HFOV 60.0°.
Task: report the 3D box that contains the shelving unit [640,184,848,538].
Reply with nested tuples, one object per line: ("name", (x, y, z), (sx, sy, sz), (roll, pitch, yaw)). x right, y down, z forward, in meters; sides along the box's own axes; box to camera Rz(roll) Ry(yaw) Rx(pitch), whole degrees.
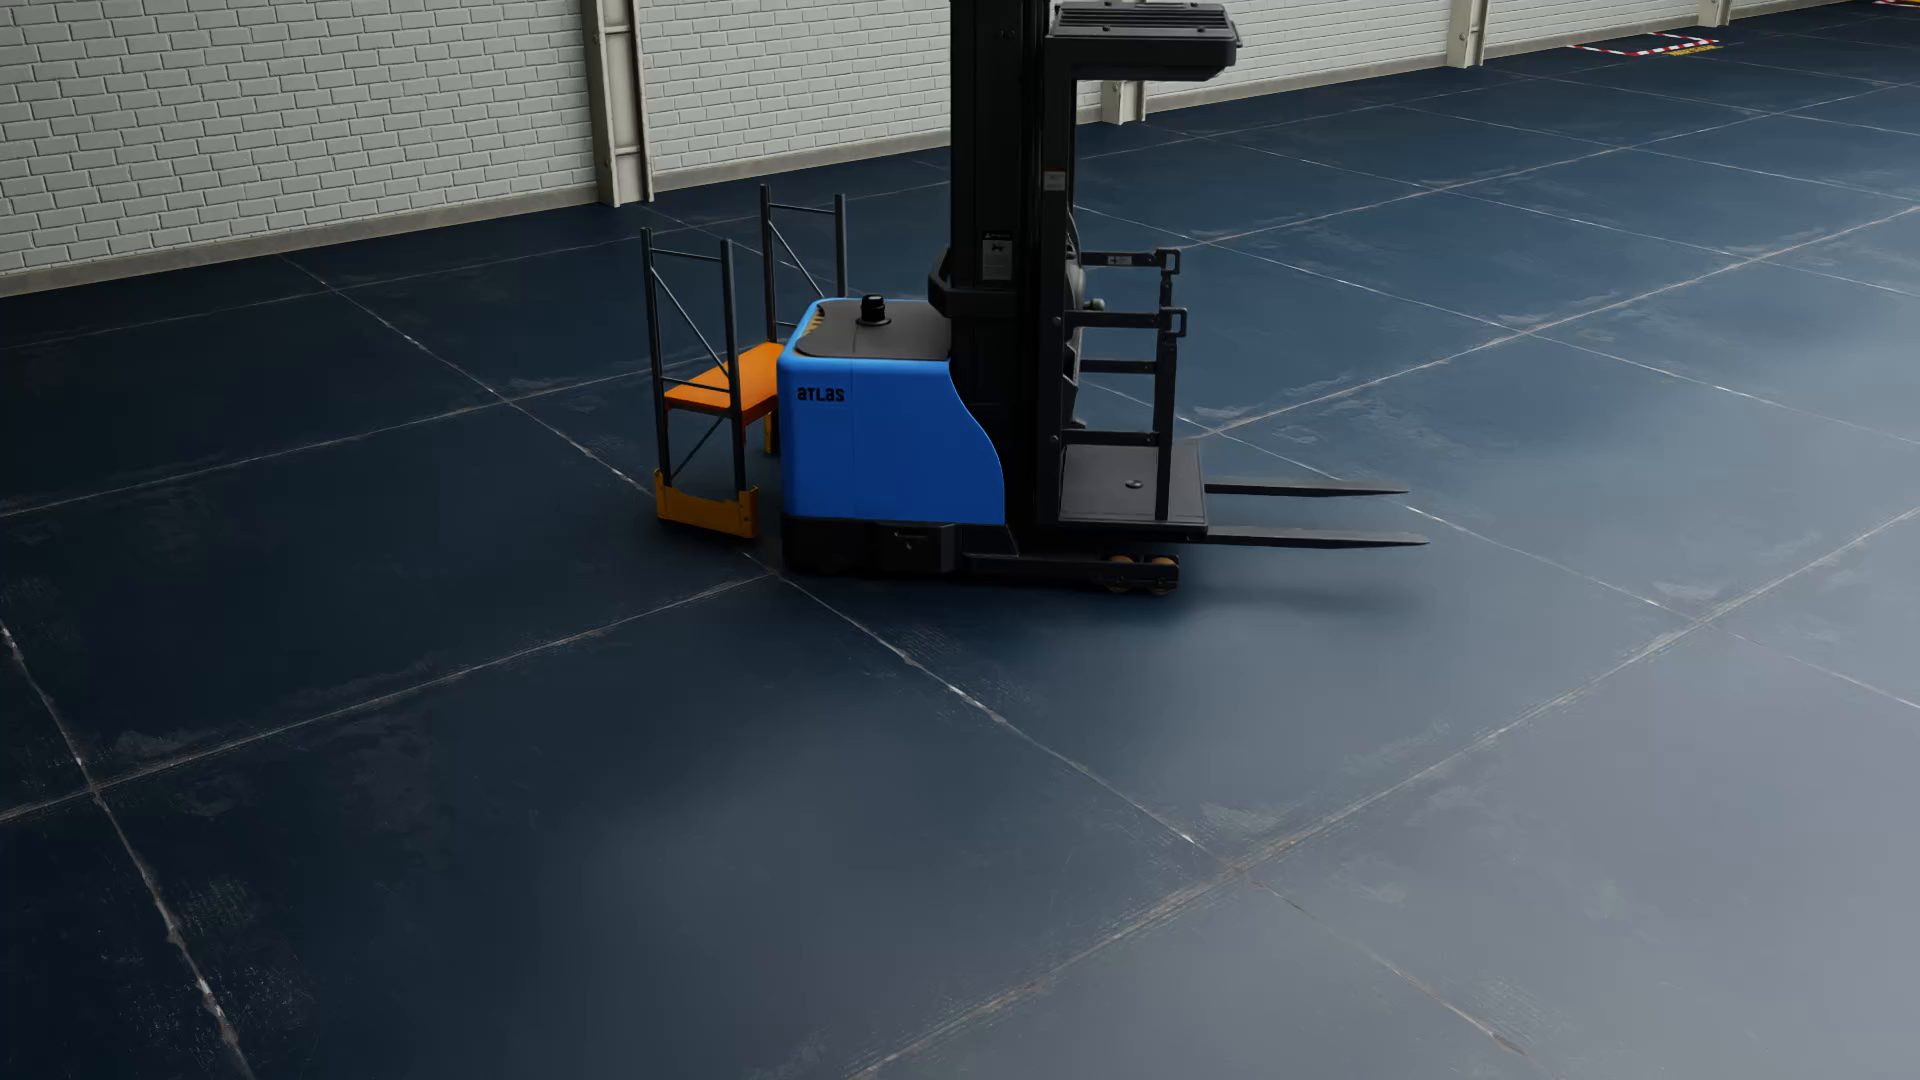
("shelving unit", (-1.046, -0.944, 8.502), (0.587, 1.500, 1.083), (12, 28, 25))

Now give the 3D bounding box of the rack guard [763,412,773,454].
("rack guard", (-0.818, -0.563, 9.166), (0.587, 0.250, 0.087), (12, 28, 25))

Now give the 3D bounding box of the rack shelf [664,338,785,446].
("rack shelf", (-1.050, -0.777, 8.570), (0.538, 0.185, 1.000), (12, 28, 25))

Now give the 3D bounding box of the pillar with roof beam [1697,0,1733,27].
("pillar with roof beam", (13.867, -10.335, 19.829), (0.400, 9.000, 9.100), (-18, 31, -34))

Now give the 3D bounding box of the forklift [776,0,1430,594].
("forklift", (0.701, -1.314, 7.600), (3.031, 2.935, 1.130), (2, 25, 5))

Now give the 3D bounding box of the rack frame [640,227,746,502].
("rack frame", (-1.284, -0.750, 8.084), (0.500, 1.500, 0.032), (12, 28, 25))

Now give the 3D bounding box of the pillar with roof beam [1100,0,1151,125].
("pillar with roof beam", (4.424, -7.218, 13.113), (0.400, 9.000, 9.100), (-18, 31, -34))

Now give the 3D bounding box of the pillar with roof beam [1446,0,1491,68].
("pillar with roof beam", (9.145, -8.776, 16.471), (0.400, 9.000, 9.100), (-18, 31, -34))

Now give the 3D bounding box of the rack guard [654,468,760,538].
("rack guard", (-1.275, -0.190, 8.363), (0.587, 0.250, 0.087), (12, 28, 25))

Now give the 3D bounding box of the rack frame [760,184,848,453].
("rack frame", (-0.817, -1.130, 8.904), (0.500, 1.500, 0.032), (12, 28, 25))

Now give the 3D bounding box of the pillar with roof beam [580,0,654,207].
("pillar with roof beam", (-0.298, -5.659, 9.754), (0.400, 9.000, 9.100), (-18, 31, -34))
